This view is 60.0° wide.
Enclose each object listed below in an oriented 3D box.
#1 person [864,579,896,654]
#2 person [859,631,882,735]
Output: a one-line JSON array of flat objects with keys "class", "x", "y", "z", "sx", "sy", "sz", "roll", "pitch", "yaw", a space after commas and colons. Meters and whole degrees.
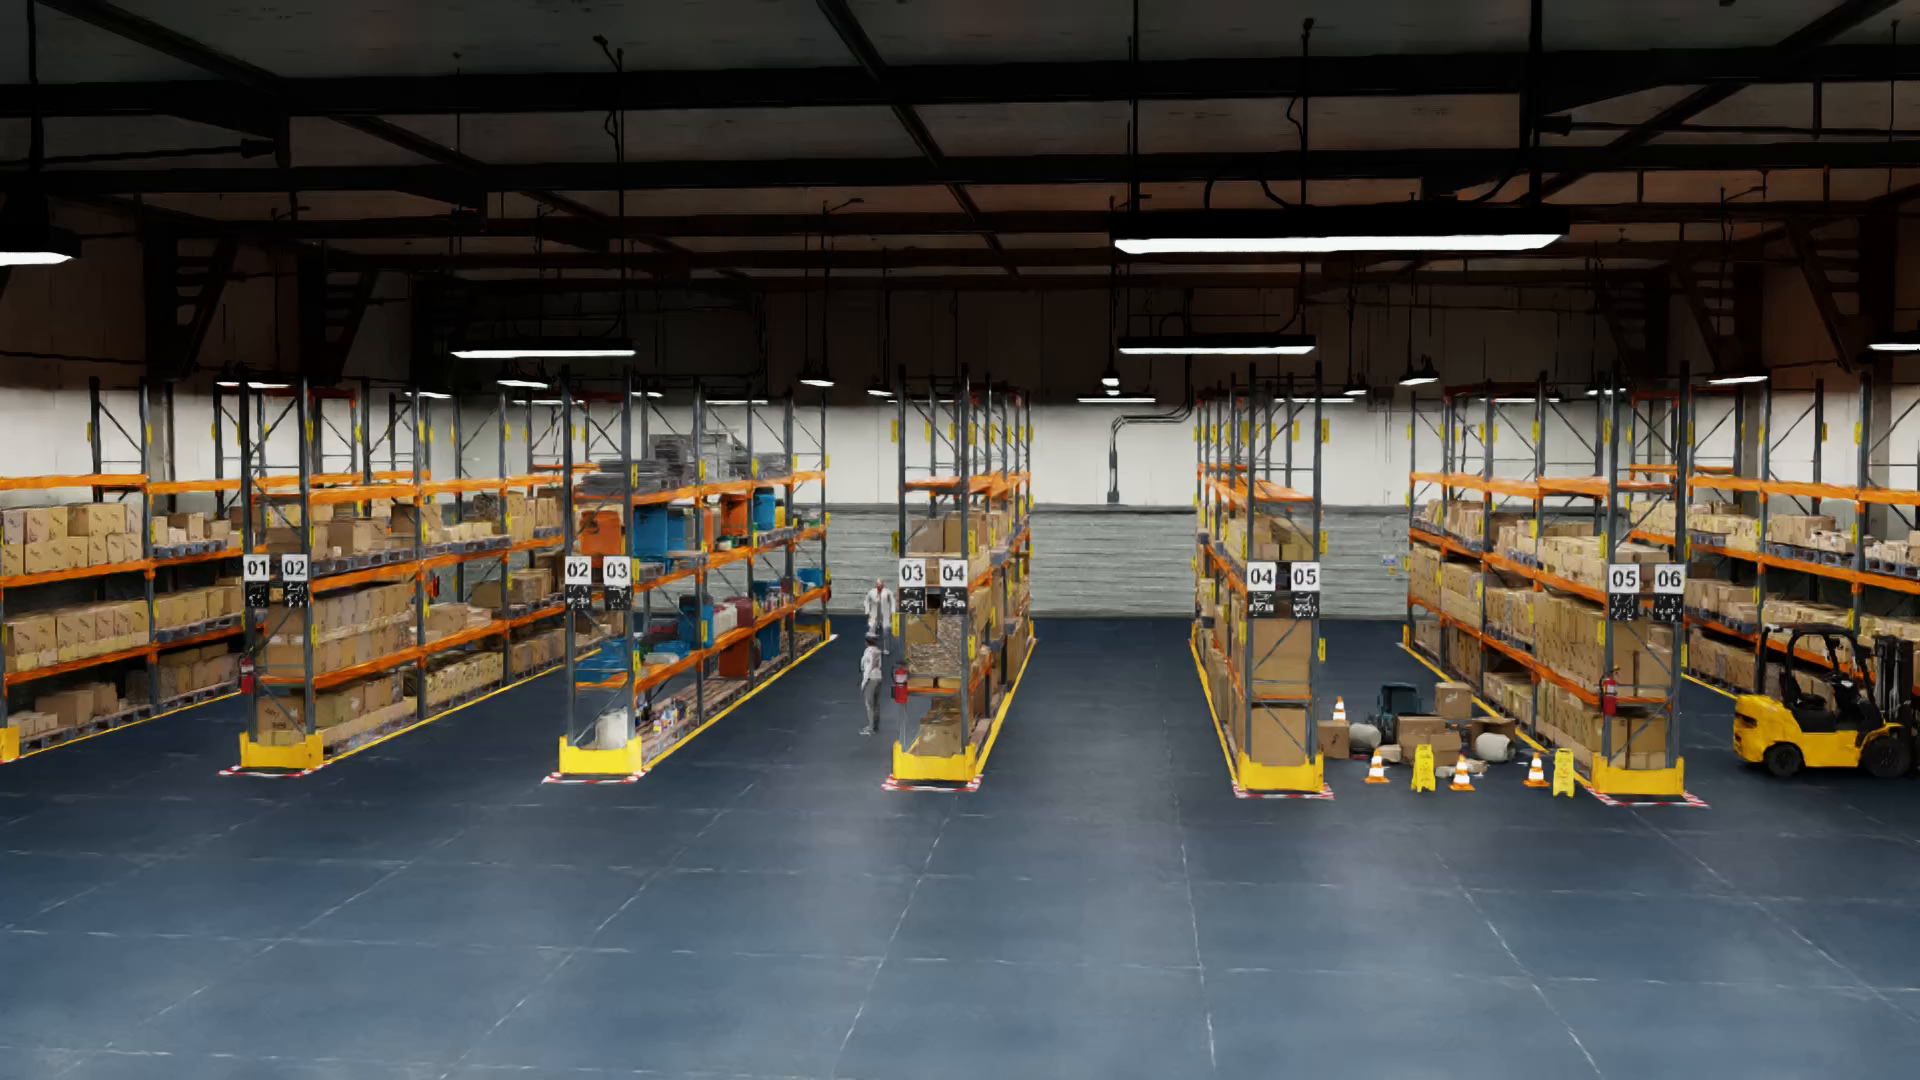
[{"class": "person", "x": -1.817, "y": 1.727, "z": 37.642, "sx": 0.729, "sy": 1.733, "sz": 0.546, "roll": 0, "pitch": 4, "yaw": 4}, {"class": "person", "x": -1.491, "y": 2.390, "z": 27.781, "sx": 0.368, "sy": 1.716, "sz": 0.530, "roll": 1, "pitch": 4, "yaw": 20}]
